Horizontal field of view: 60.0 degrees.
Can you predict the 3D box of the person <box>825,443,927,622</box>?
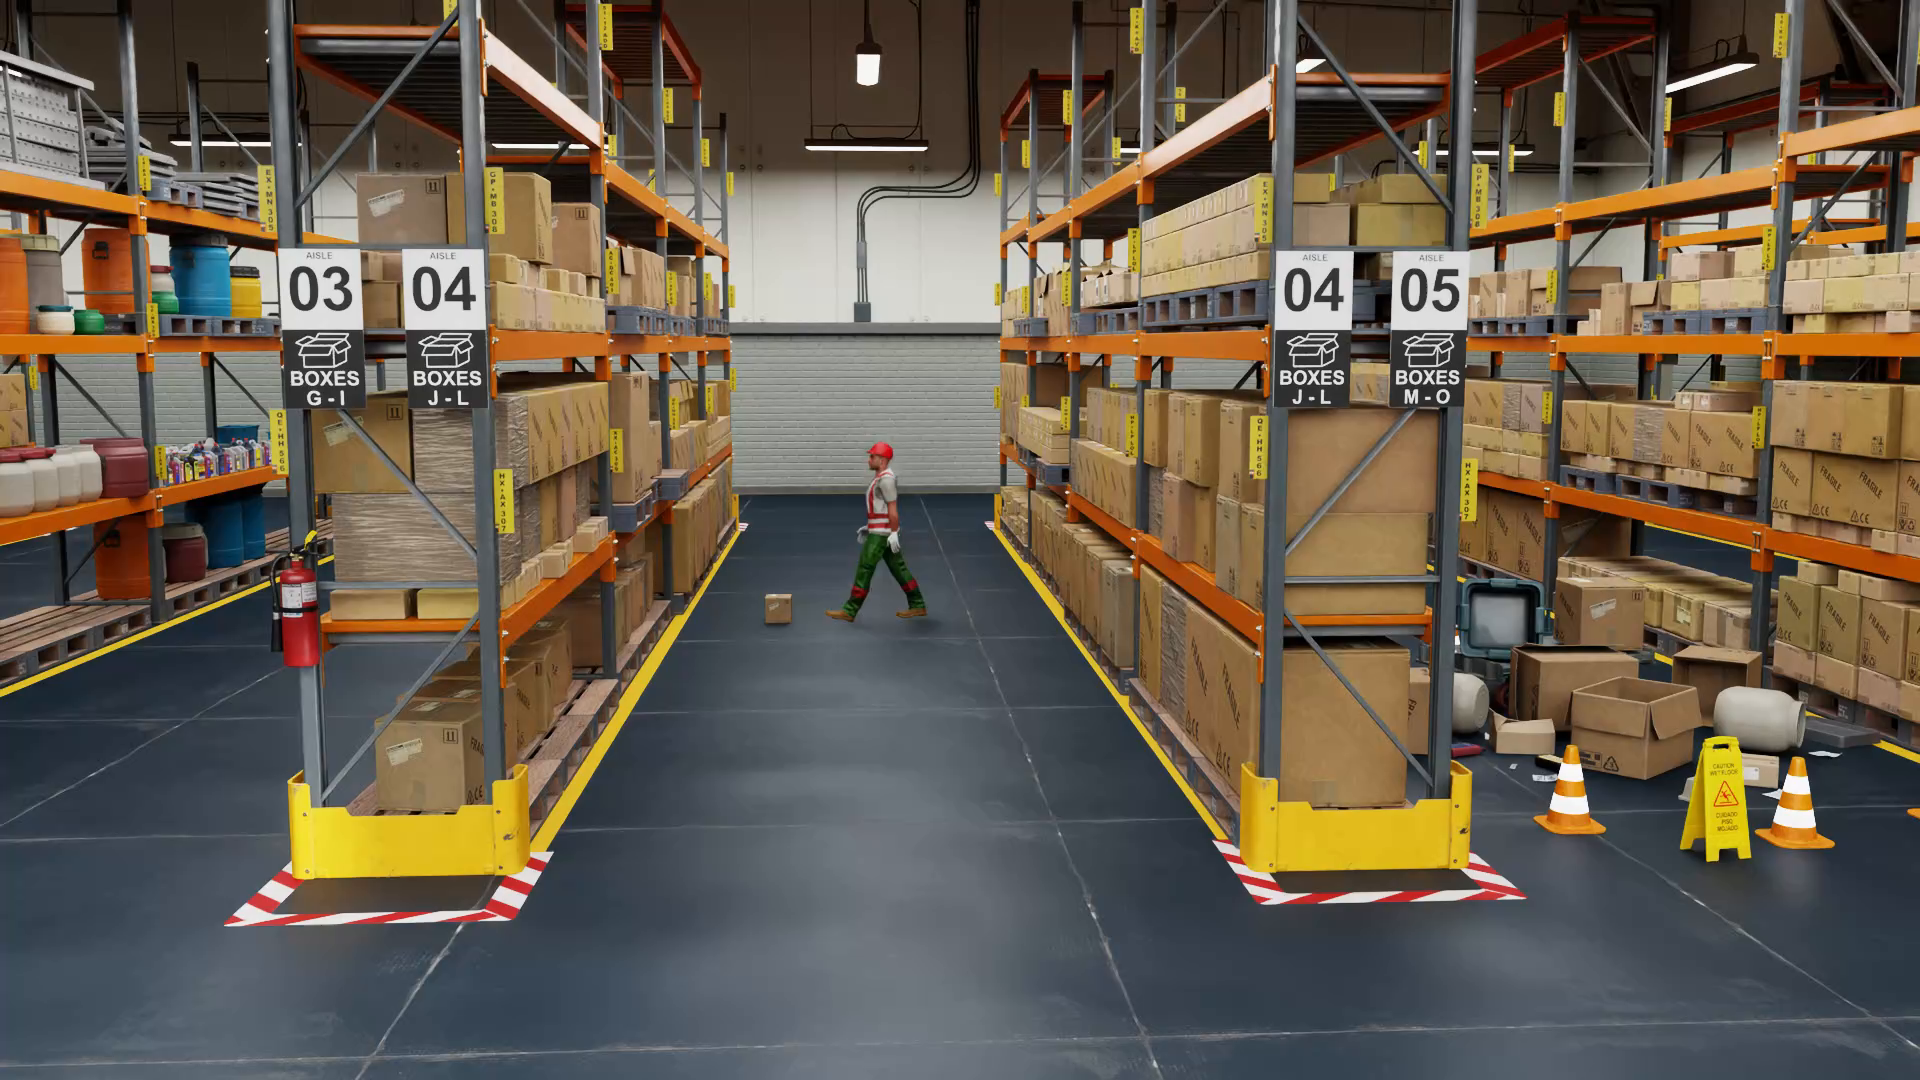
[{"bbox_3d":[-0.824,-0.081,16.266,0.989,1.747,0.527,0,7,0],"label":"person"}]
